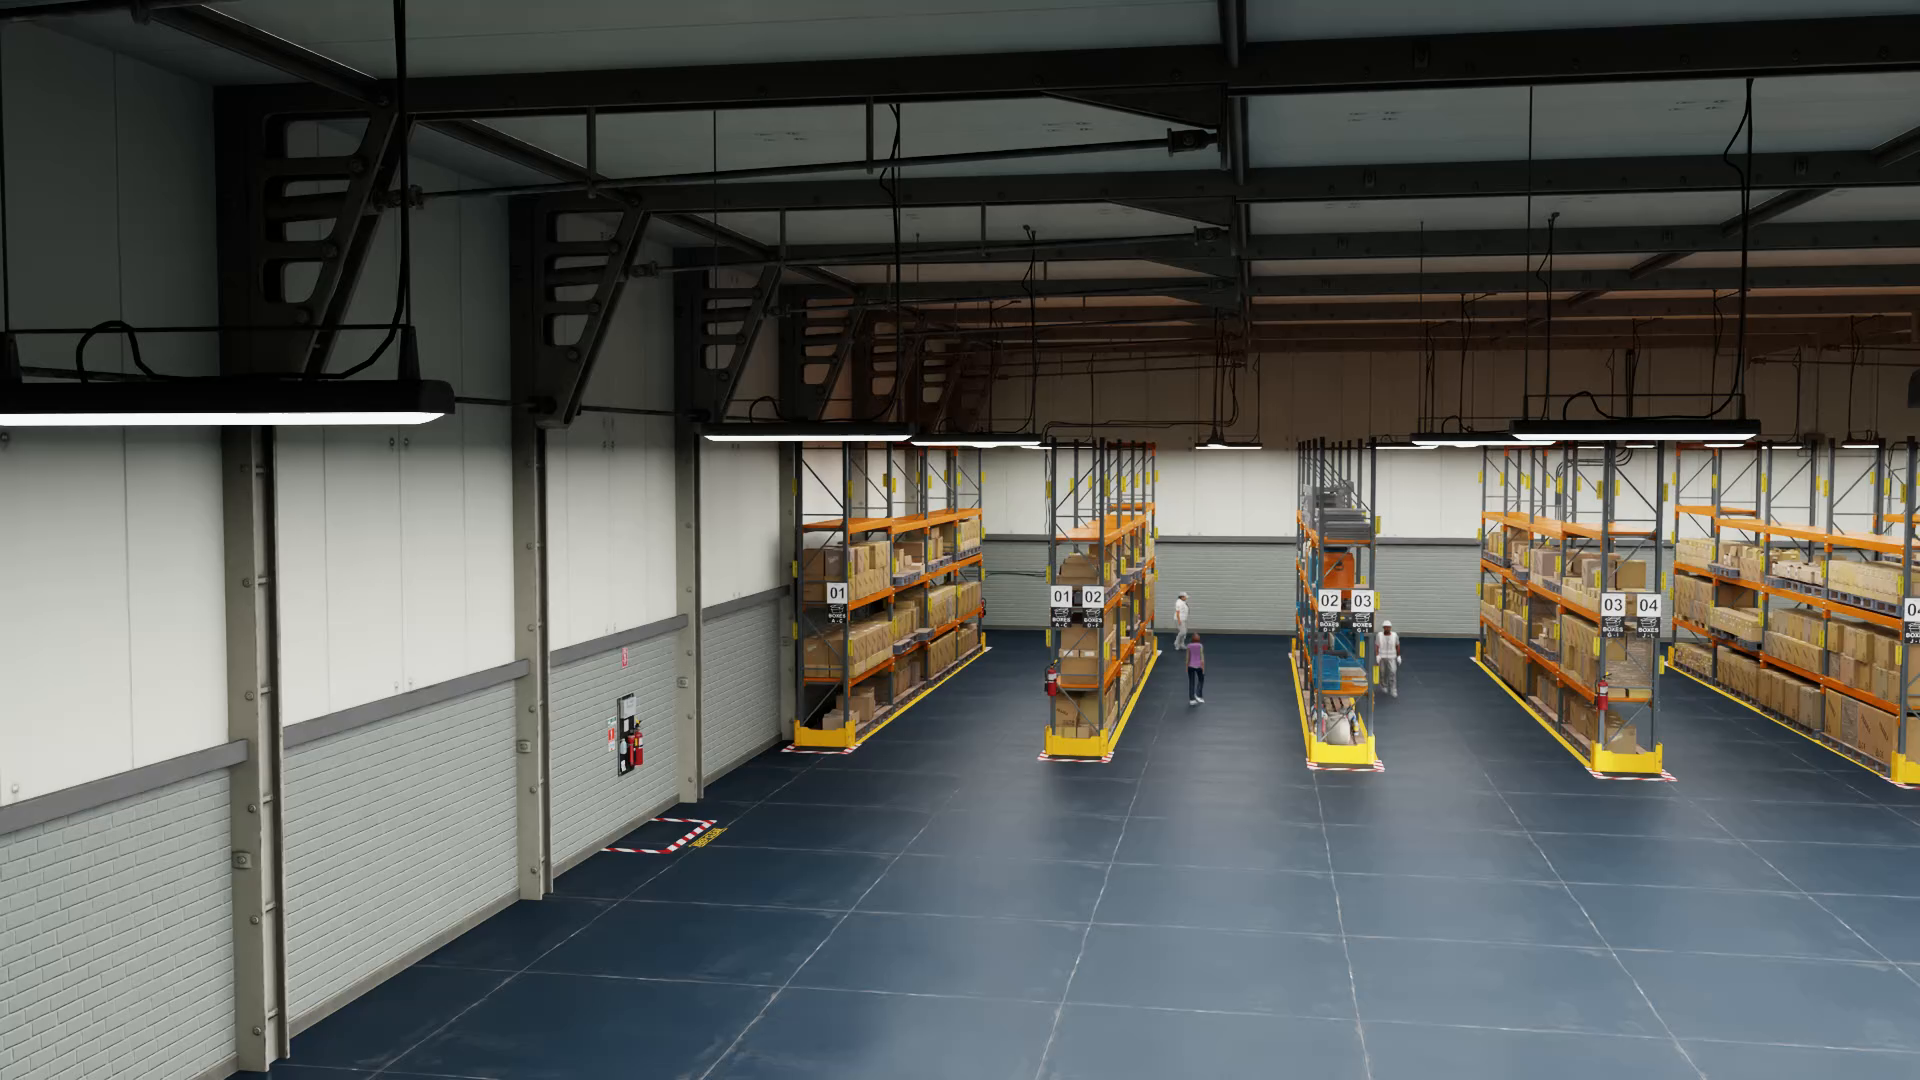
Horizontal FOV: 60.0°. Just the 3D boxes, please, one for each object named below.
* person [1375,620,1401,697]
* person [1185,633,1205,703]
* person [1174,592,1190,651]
[{"bbox_3d":[10.026,2.759,38.969,0.605,1.737,0.926,1,3,16],"label":"person"},{"bbox_3d":[5.341,2.937,37.847,0.462,1.592,0.514,1,3,22],"label":"person"},{"bbox_3d":[6.417,2.362,48.112,0.425,1.716,0.537,2,3,27],"label":"person"}]
